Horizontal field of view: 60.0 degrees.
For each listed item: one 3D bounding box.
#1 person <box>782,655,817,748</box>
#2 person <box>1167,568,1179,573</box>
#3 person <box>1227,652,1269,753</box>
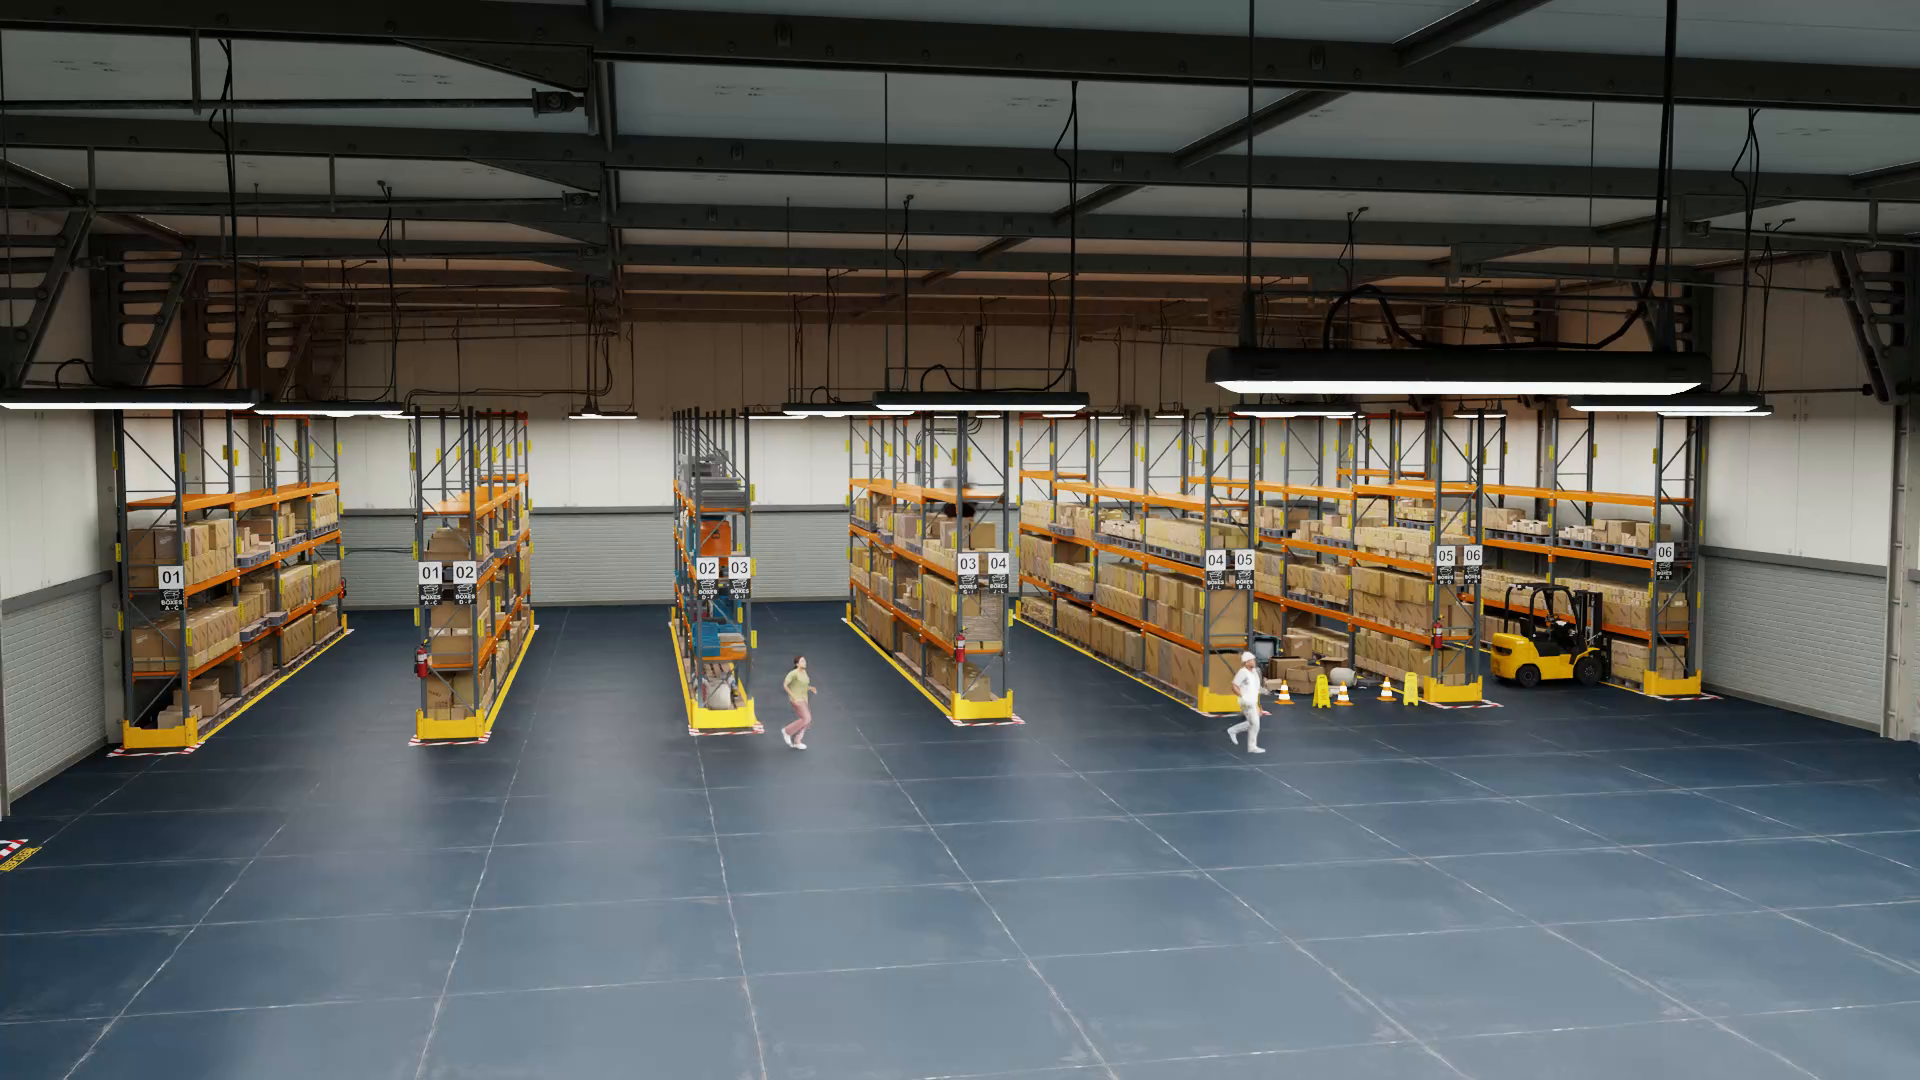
[{"bbox_3d":[-2.806,2.835,29.204,0.562,1.637,0.569,2,4,24],"label":"person"},{"bbox_3d":[6.473,1.207,50.986,0.863,1.759,0.734,1,4,12],"label":"person"},{"bbox_3d":[4.939,2.805,28.751,0.730,1.746,0.683,2,5,30],"label":"person"}]
